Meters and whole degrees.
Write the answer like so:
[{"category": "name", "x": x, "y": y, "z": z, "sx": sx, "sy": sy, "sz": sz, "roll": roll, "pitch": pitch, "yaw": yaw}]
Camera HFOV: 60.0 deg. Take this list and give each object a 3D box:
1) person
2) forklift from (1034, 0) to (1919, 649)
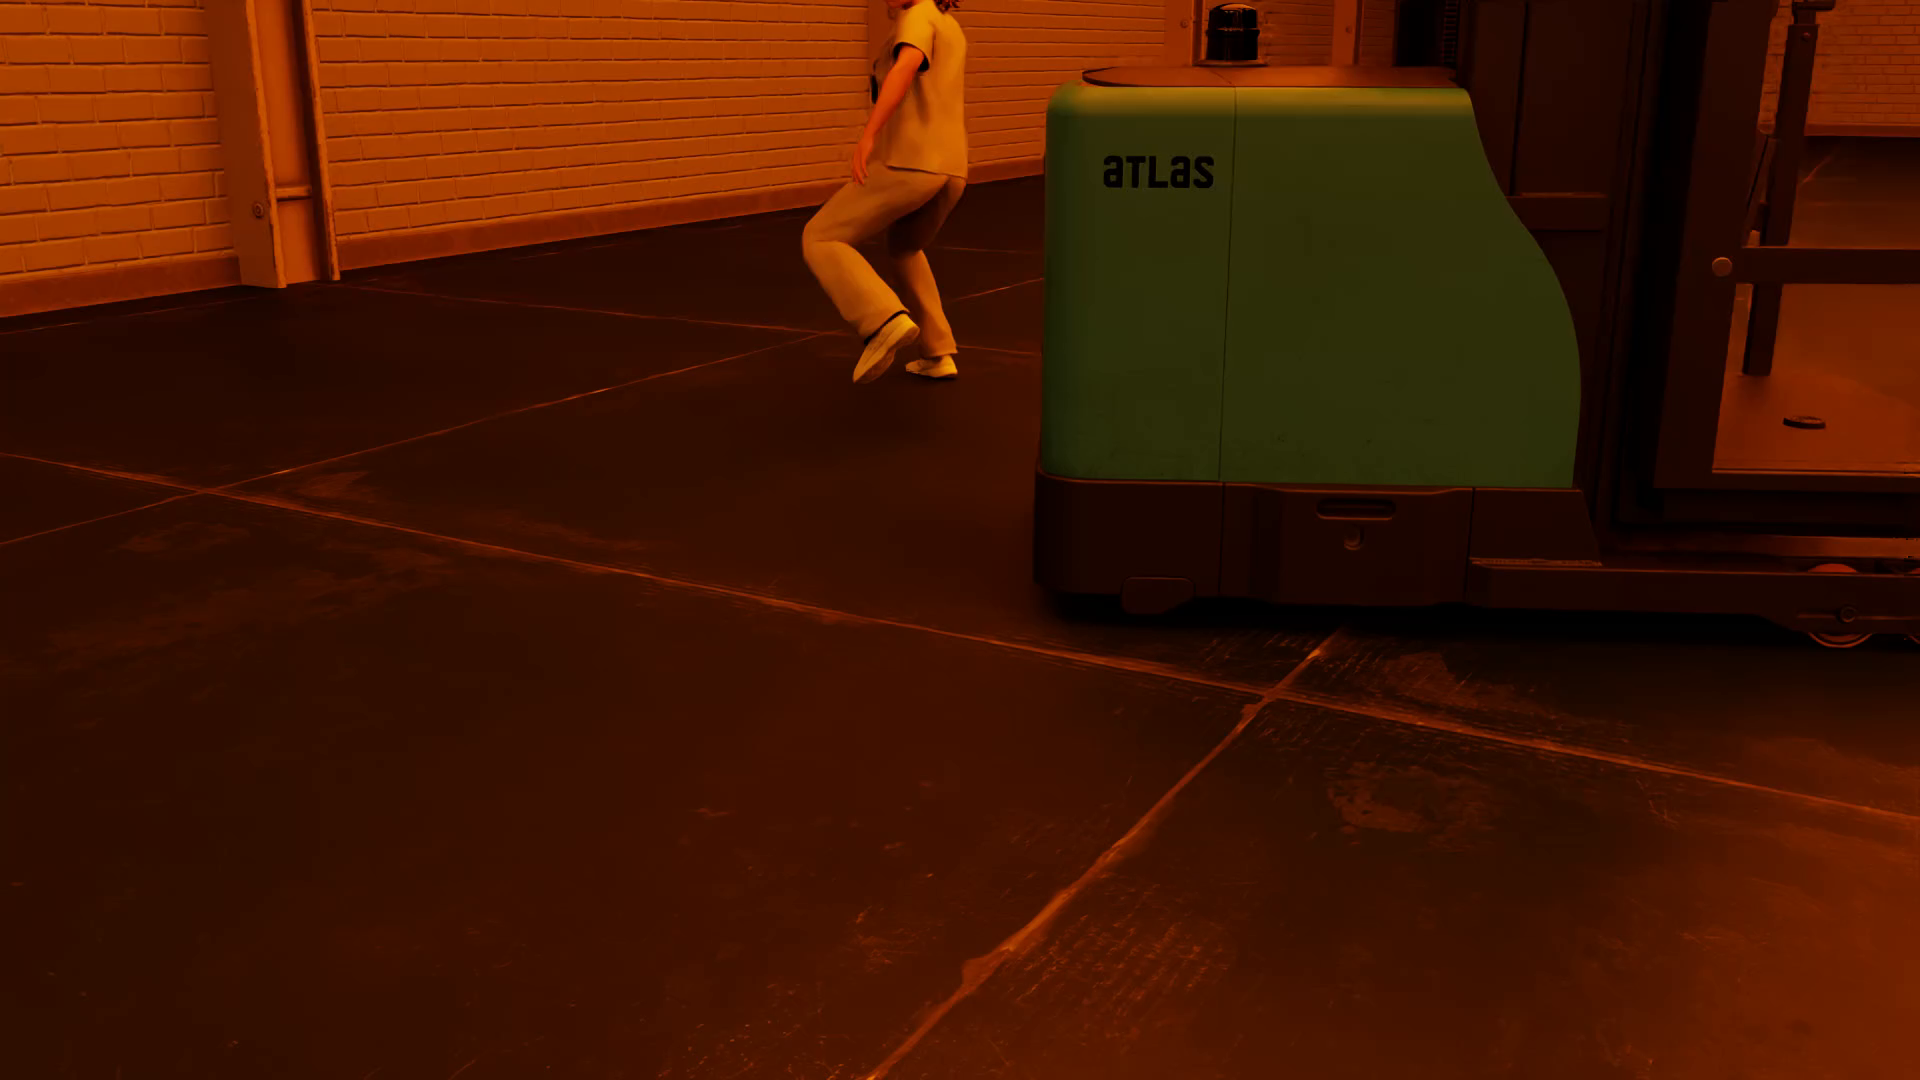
[{"category": "person", "x": -0.191, "y": -1.283, "z": 5.724, "sx": 0.496, "sy": 1.561, "sz": 0.878, "roll": 10, "pitch": 19, "yaw": 31}, {"category": "forklift", "x": 1.698, "y": -1.343, "z": 3.411, "sx": 3.031, "sy": 2.935, "sz": 1.130, "roll": 1, "pitch": 16, "yaw": 4}]
